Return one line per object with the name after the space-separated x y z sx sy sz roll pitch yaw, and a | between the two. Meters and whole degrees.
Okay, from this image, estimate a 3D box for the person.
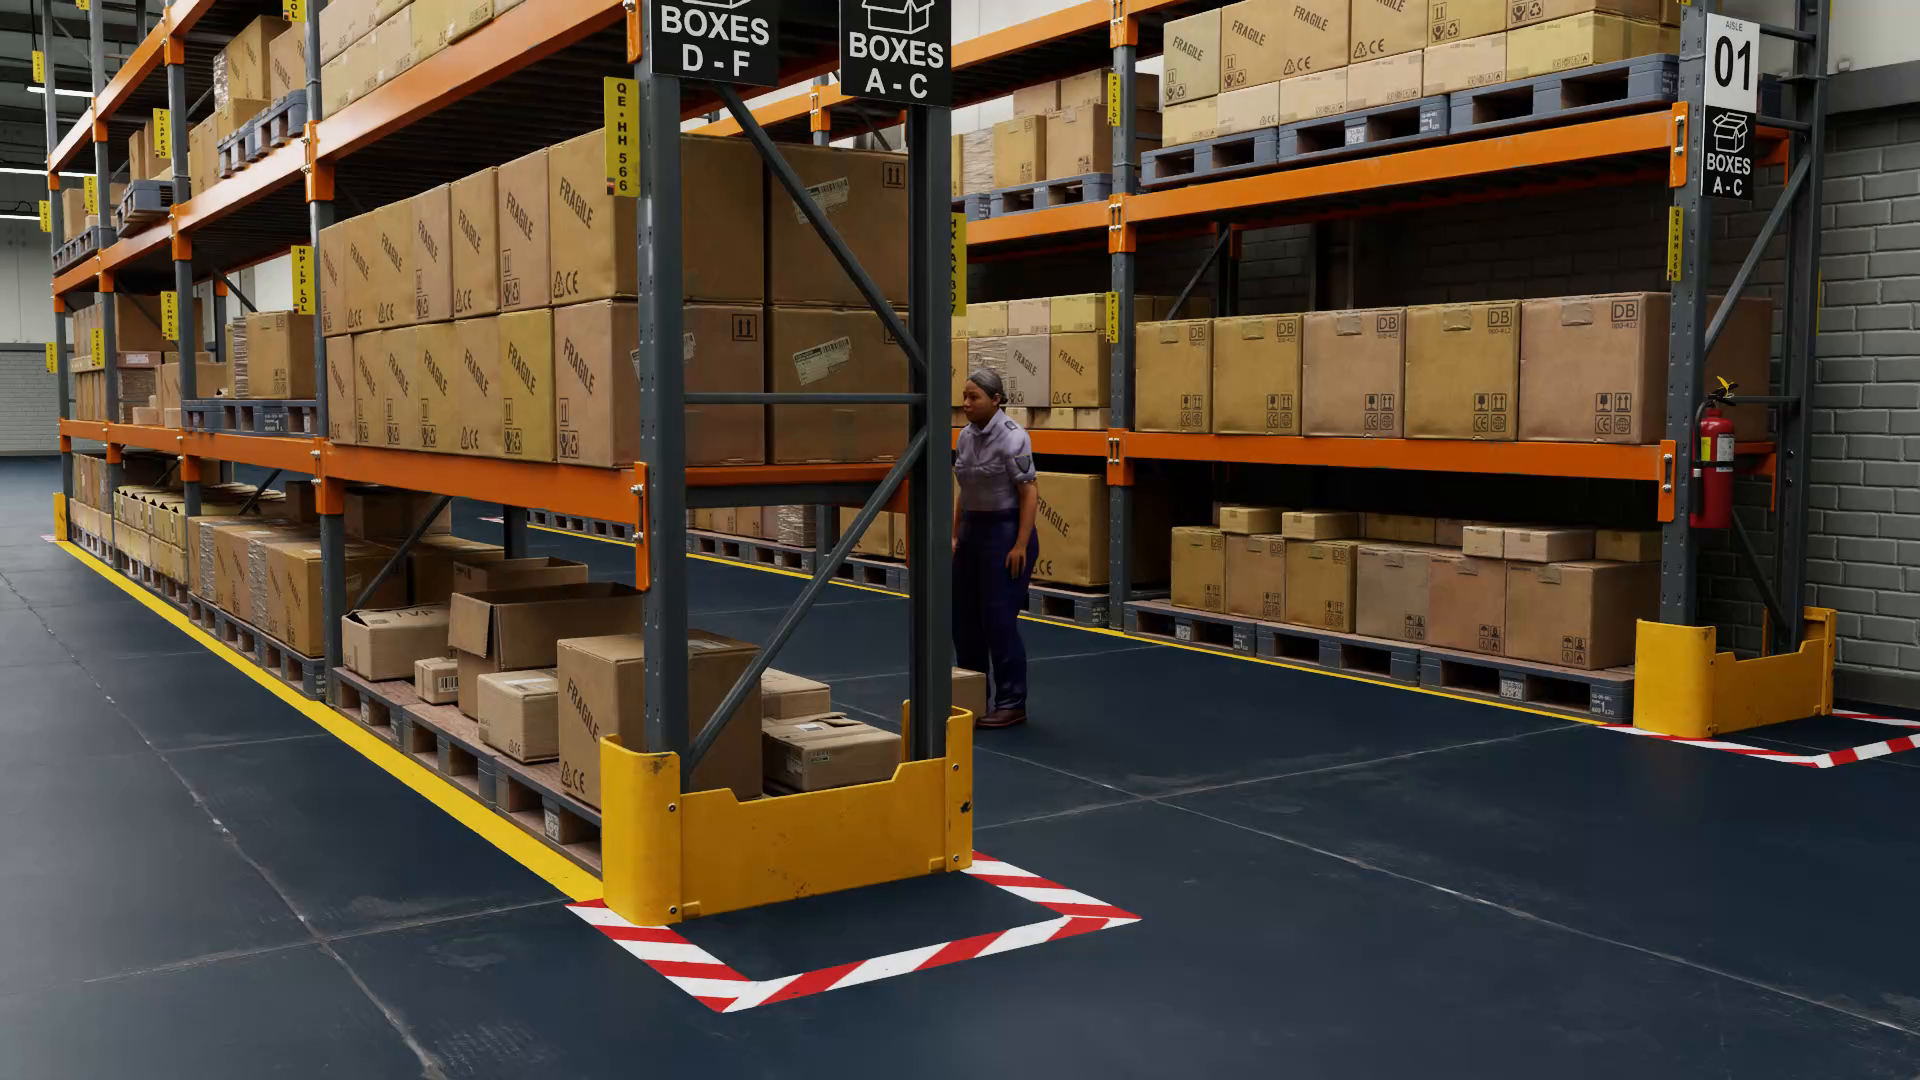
0.140 0.029 7.782 0.367 1.651 0.564 -4 6 -37 | person
